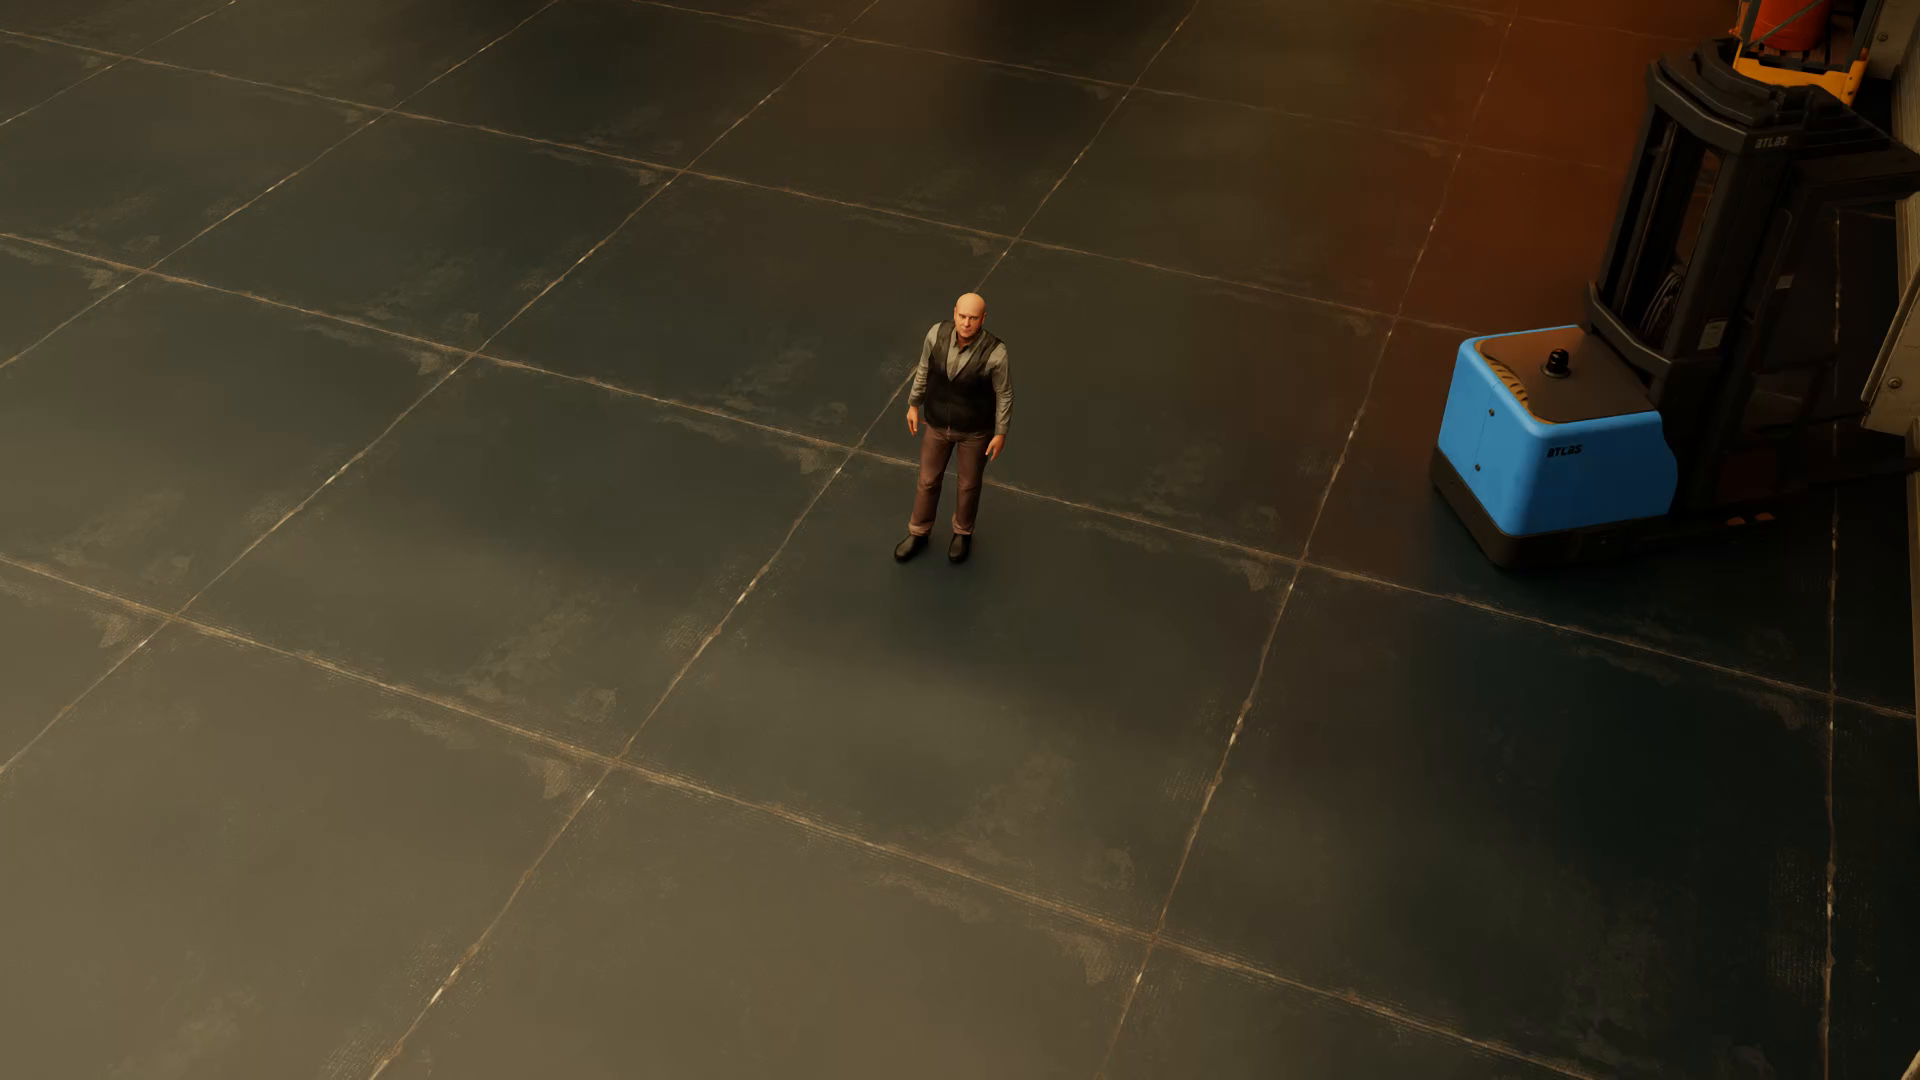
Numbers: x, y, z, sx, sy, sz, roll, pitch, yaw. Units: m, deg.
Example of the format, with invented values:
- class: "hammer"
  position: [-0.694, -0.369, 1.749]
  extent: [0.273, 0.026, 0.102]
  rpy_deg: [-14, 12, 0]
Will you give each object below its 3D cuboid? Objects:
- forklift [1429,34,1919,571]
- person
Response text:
- class: "forklift"
  position: [4.584, -1.426, 9.710]
  extent: [3.031, 2.935, 1.130]
  rpy_deg: [-8, 41, -10]
- class: "person"
  position: [-0.031, -0.603, 9.715]
  extent: [0.632, 1.647, 0.568]
  rpy_deg: [15, 42, 17]
